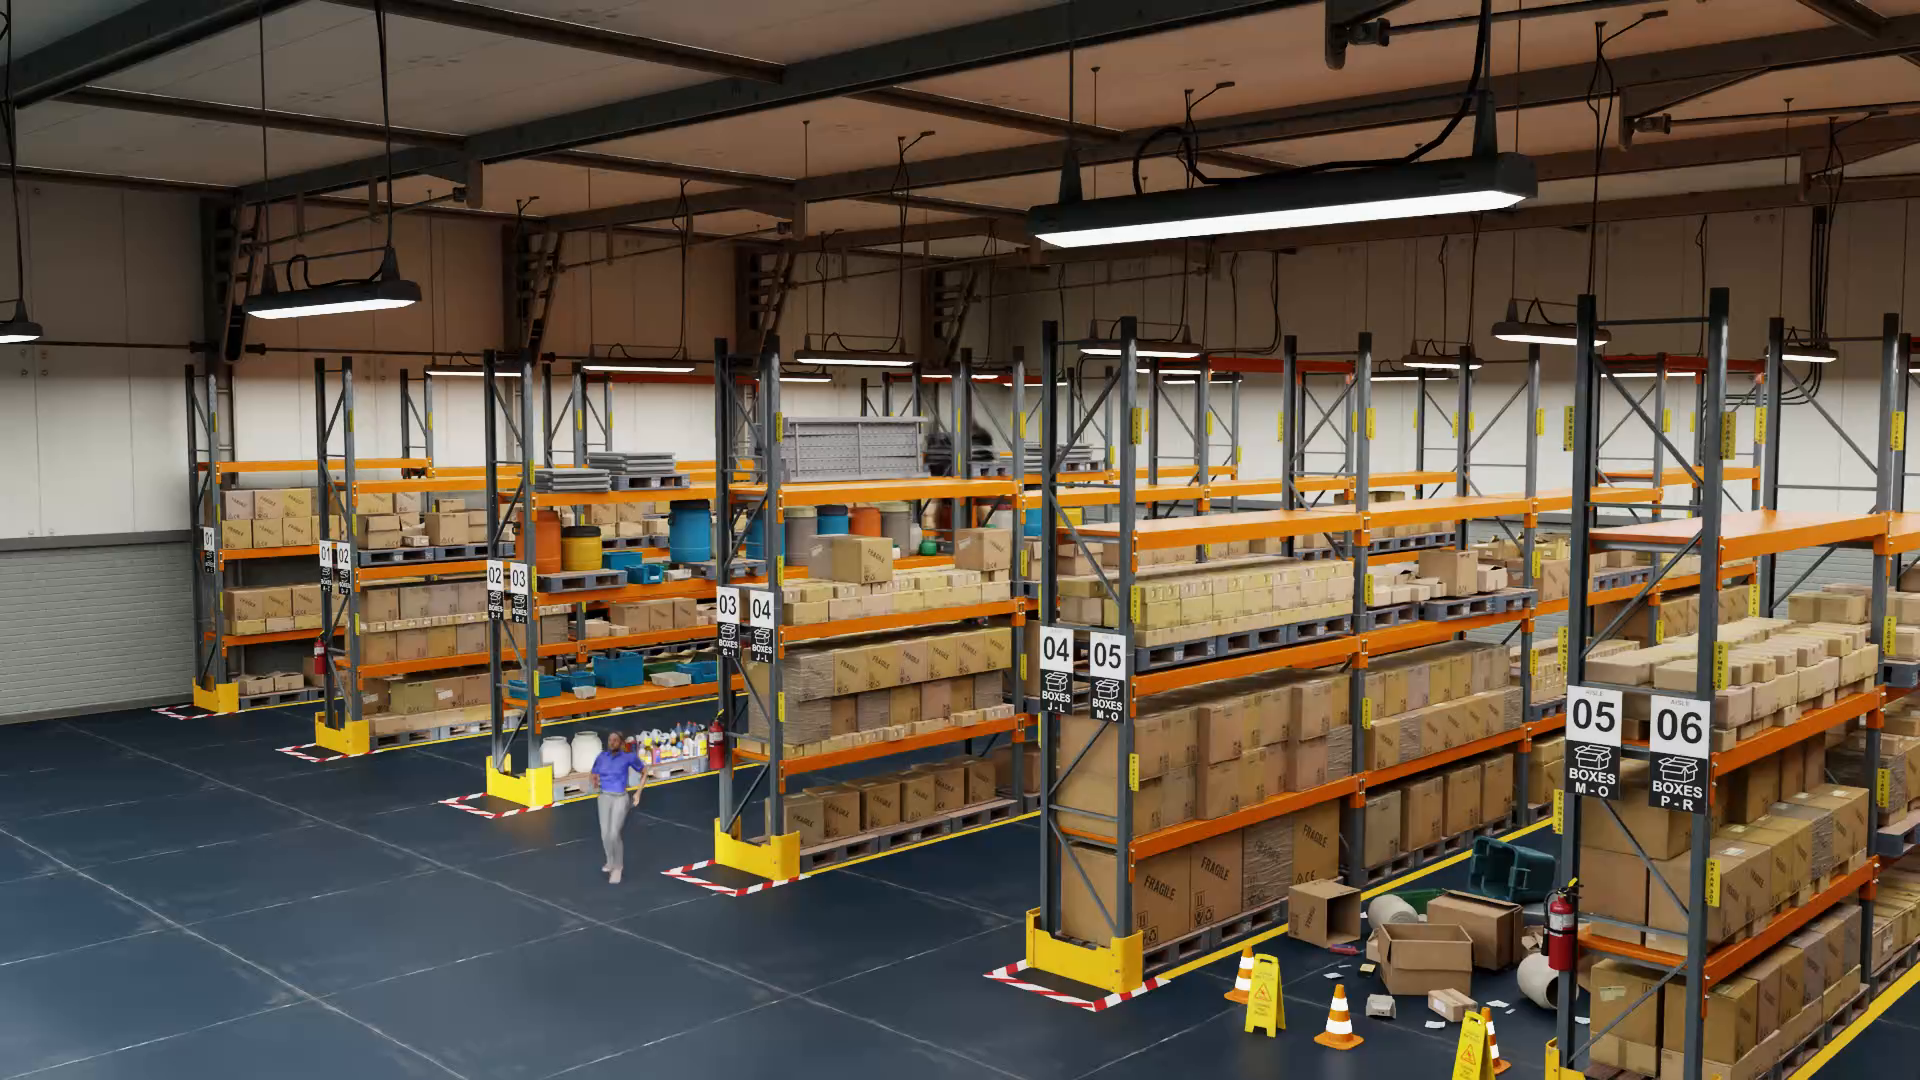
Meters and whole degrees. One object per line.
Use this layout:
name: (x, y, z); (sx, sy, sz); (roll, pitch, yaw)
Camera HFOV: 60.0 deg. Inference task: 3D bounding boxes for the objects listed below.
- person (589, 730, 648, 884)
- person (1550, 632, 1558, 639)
person: (-3.821, 2.995, 18.418); (0.610, 1.616, 0.657); (1, 5, 14)
person: (9.502, 2.293, 26.517); (0.650, 1.680, 0.596); (4, 6, 42)
